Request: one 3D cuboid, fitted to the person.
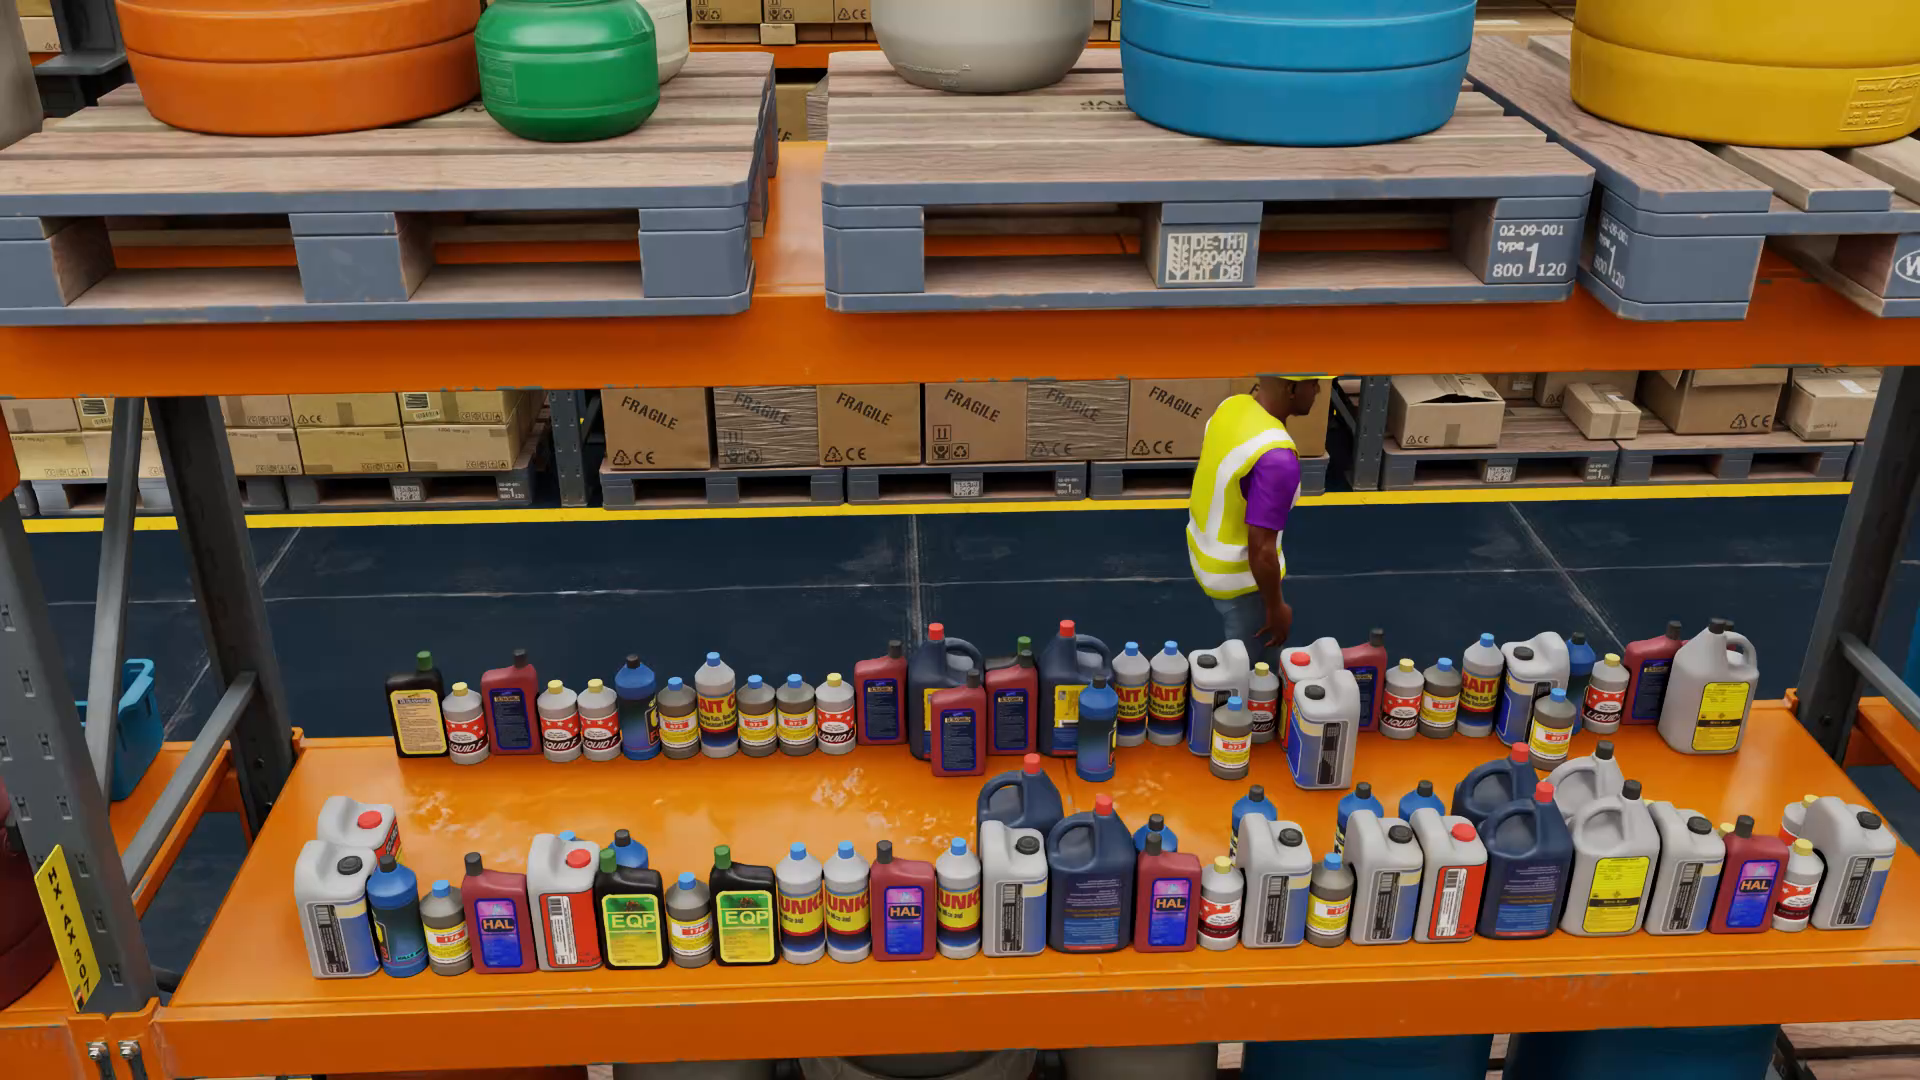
[{"bbox_3d":[1.042,0.108,5.897,0.462,1.755,0.623,-2,28,-5],"label":"person"}]
